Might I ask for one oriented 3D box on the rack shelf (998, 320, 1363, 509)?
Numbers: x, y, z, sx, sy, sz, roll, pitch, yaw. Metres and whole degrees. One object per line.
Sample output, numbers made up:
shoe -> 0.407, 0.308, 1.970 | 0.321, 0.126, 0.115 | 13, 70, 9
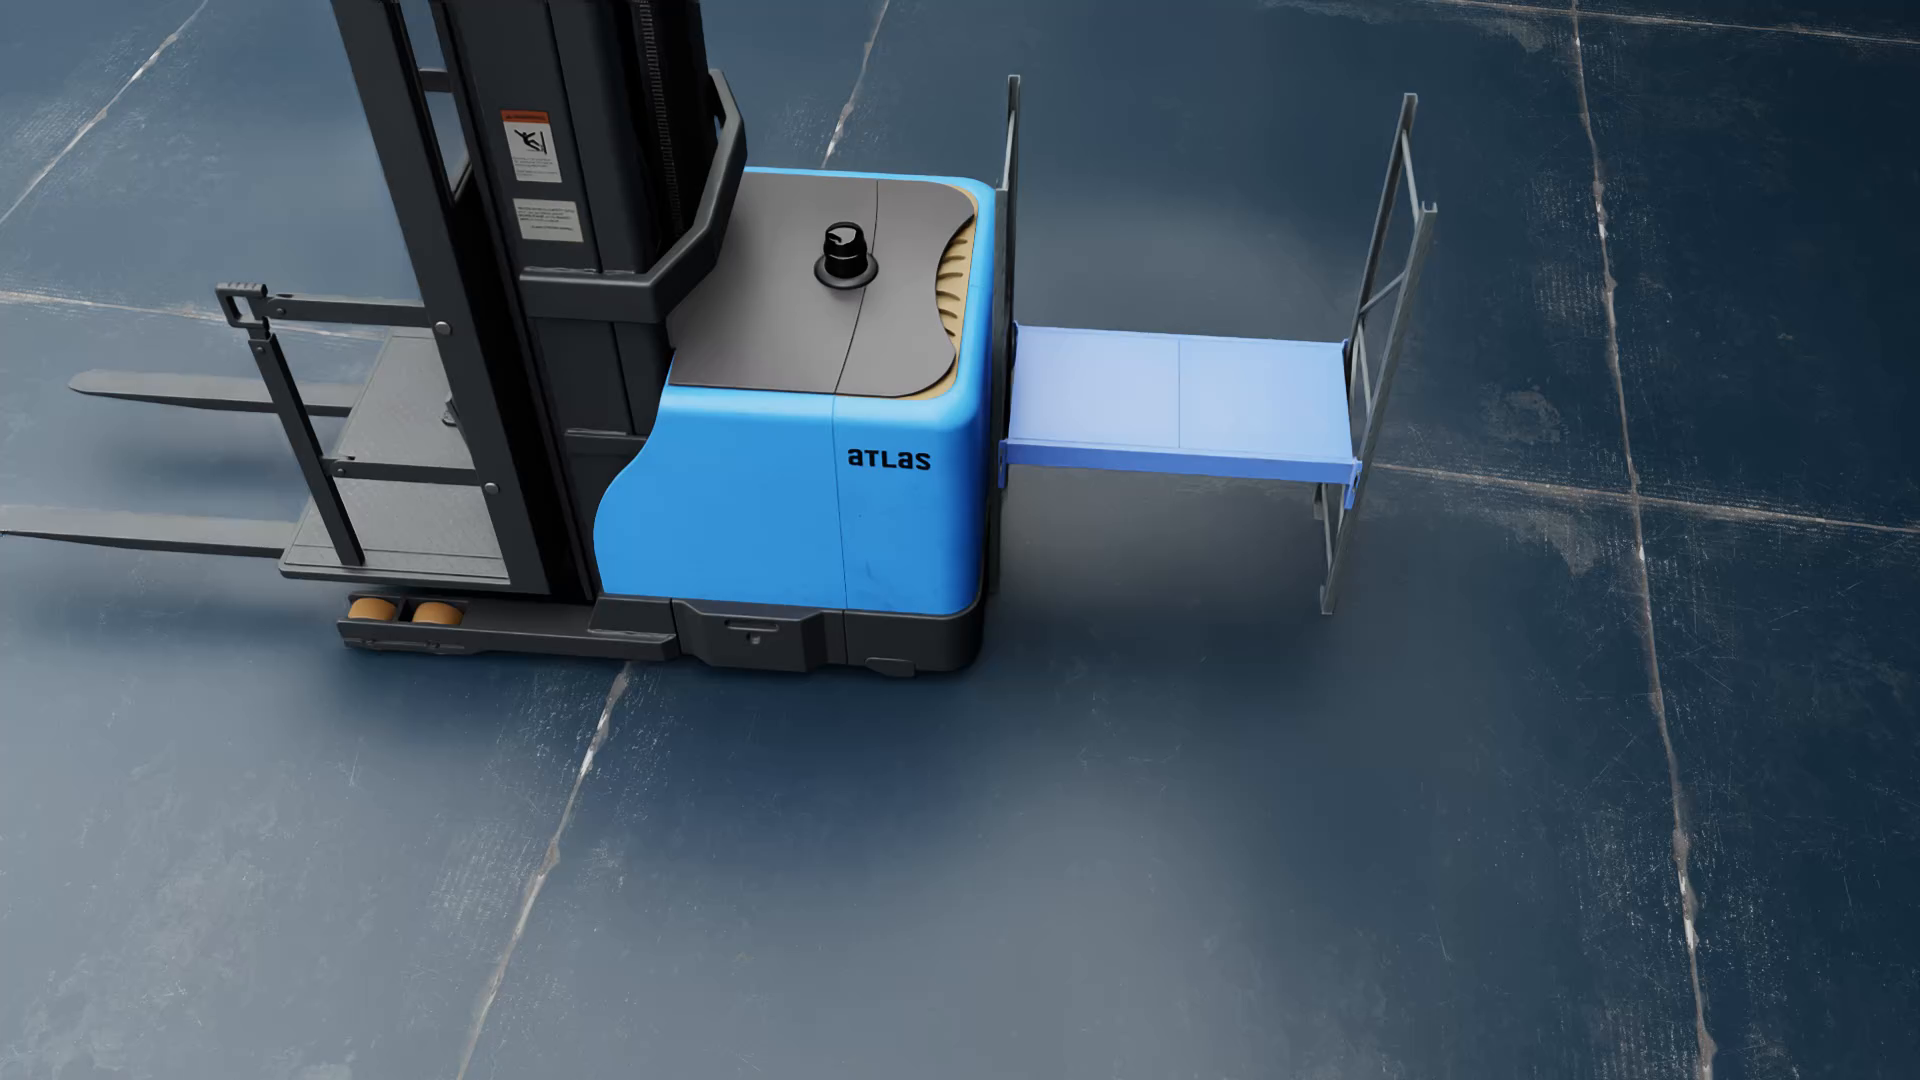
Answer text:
rack shelf -> 0.627, -0.370, 4.816 | 1.000, 0.185, 0.538 | 4, 48, 3

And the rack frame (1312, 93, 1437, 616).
rack frame -> 1.134, -0.458, 4.653 | 0.032, 1.500, 0.500 | 4, 48, 3

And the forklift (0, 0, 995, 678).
forklift -> -1.413, -1.029, 4.204 | 3.031, 2.935, 1.130 | 4, 48, 3

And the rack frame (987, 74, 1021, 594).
rack frame -> 0.121, -0.522, 4.711 | 0.032, 1.500, 0.500 | 4, 48, 3

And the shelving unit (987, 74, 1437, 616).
shelving unit -> 0.627, -0.490, 4.682 | 1.048, 1.500, 0.538 | 4, 48, 3
